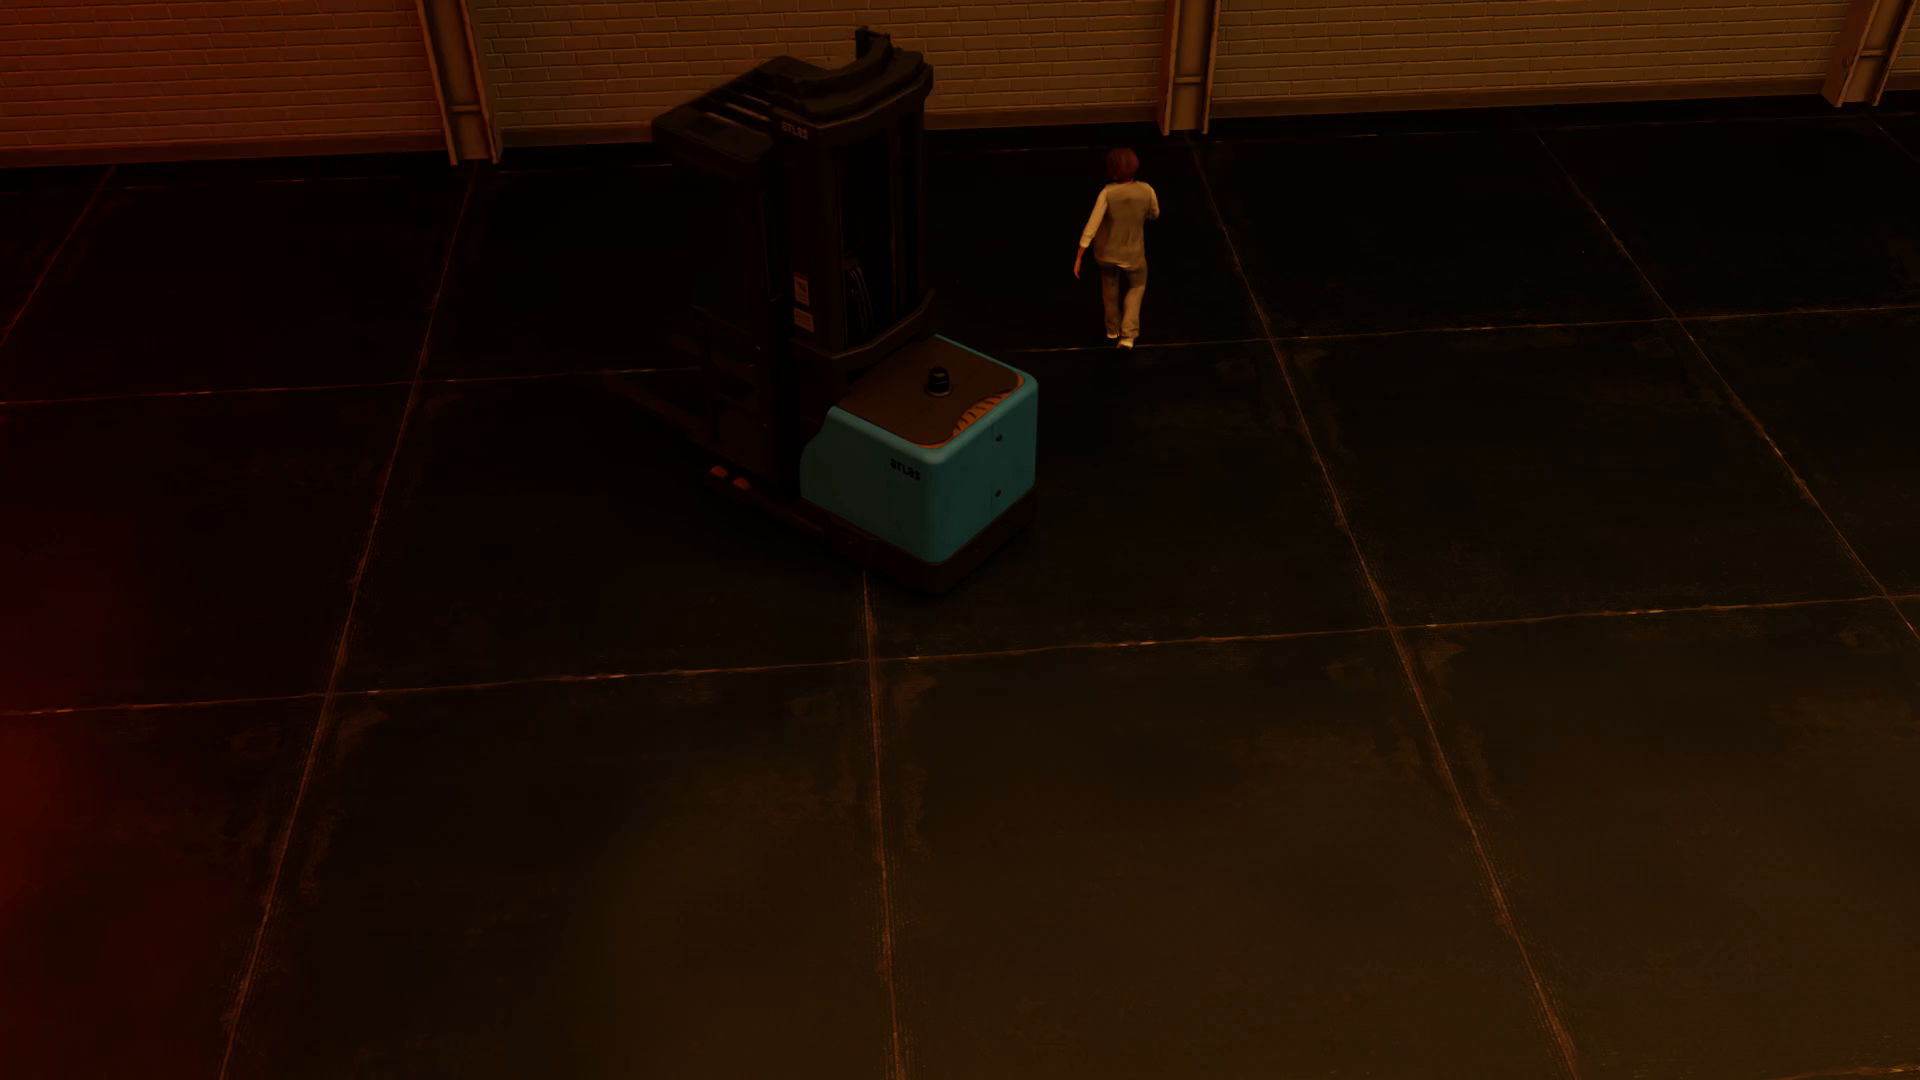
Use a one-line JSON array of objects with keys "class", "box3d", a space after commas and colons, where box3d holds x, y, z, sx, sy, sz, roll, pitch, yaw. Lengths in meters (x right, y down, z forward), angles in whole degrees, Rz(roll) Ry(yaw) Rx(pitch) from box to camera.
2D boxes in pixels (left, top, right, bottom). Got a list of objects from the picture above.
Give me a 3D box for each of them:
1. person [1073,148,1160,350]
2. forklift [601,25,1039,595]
[{"class": "person", "box3d": [1.068, -1.979, 11.337, 0.529, 1.539, 0.615, 7, 41, 8]}, {"class": "forklift", "box3d": [-1.002, -1.582, 9.787, 3.031, 2.935, 1.130, 27, 47, 28]}]
